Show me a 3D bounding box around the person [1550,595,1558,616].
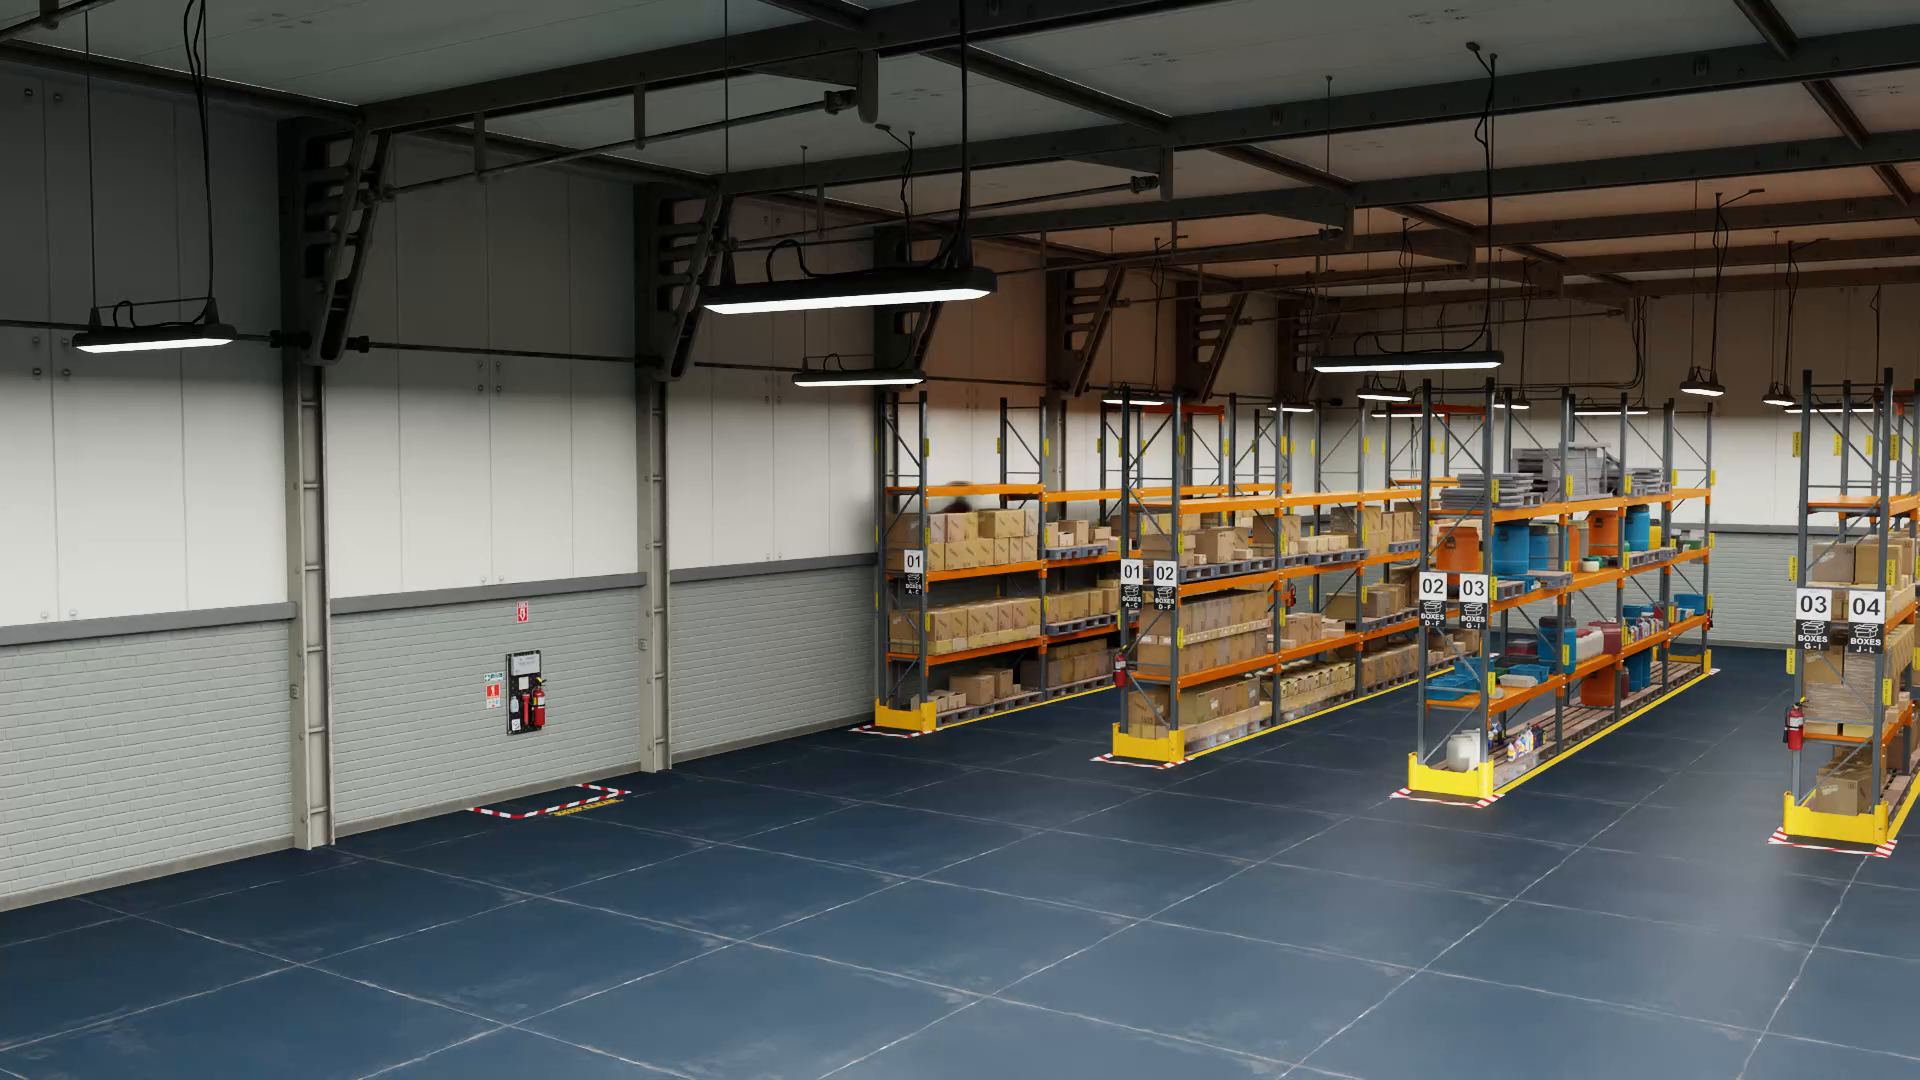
[{"bbox_3d":[14.301,1.955,39.814,0.631,1.656,0.438,1,3,21],"label":"person"}]
